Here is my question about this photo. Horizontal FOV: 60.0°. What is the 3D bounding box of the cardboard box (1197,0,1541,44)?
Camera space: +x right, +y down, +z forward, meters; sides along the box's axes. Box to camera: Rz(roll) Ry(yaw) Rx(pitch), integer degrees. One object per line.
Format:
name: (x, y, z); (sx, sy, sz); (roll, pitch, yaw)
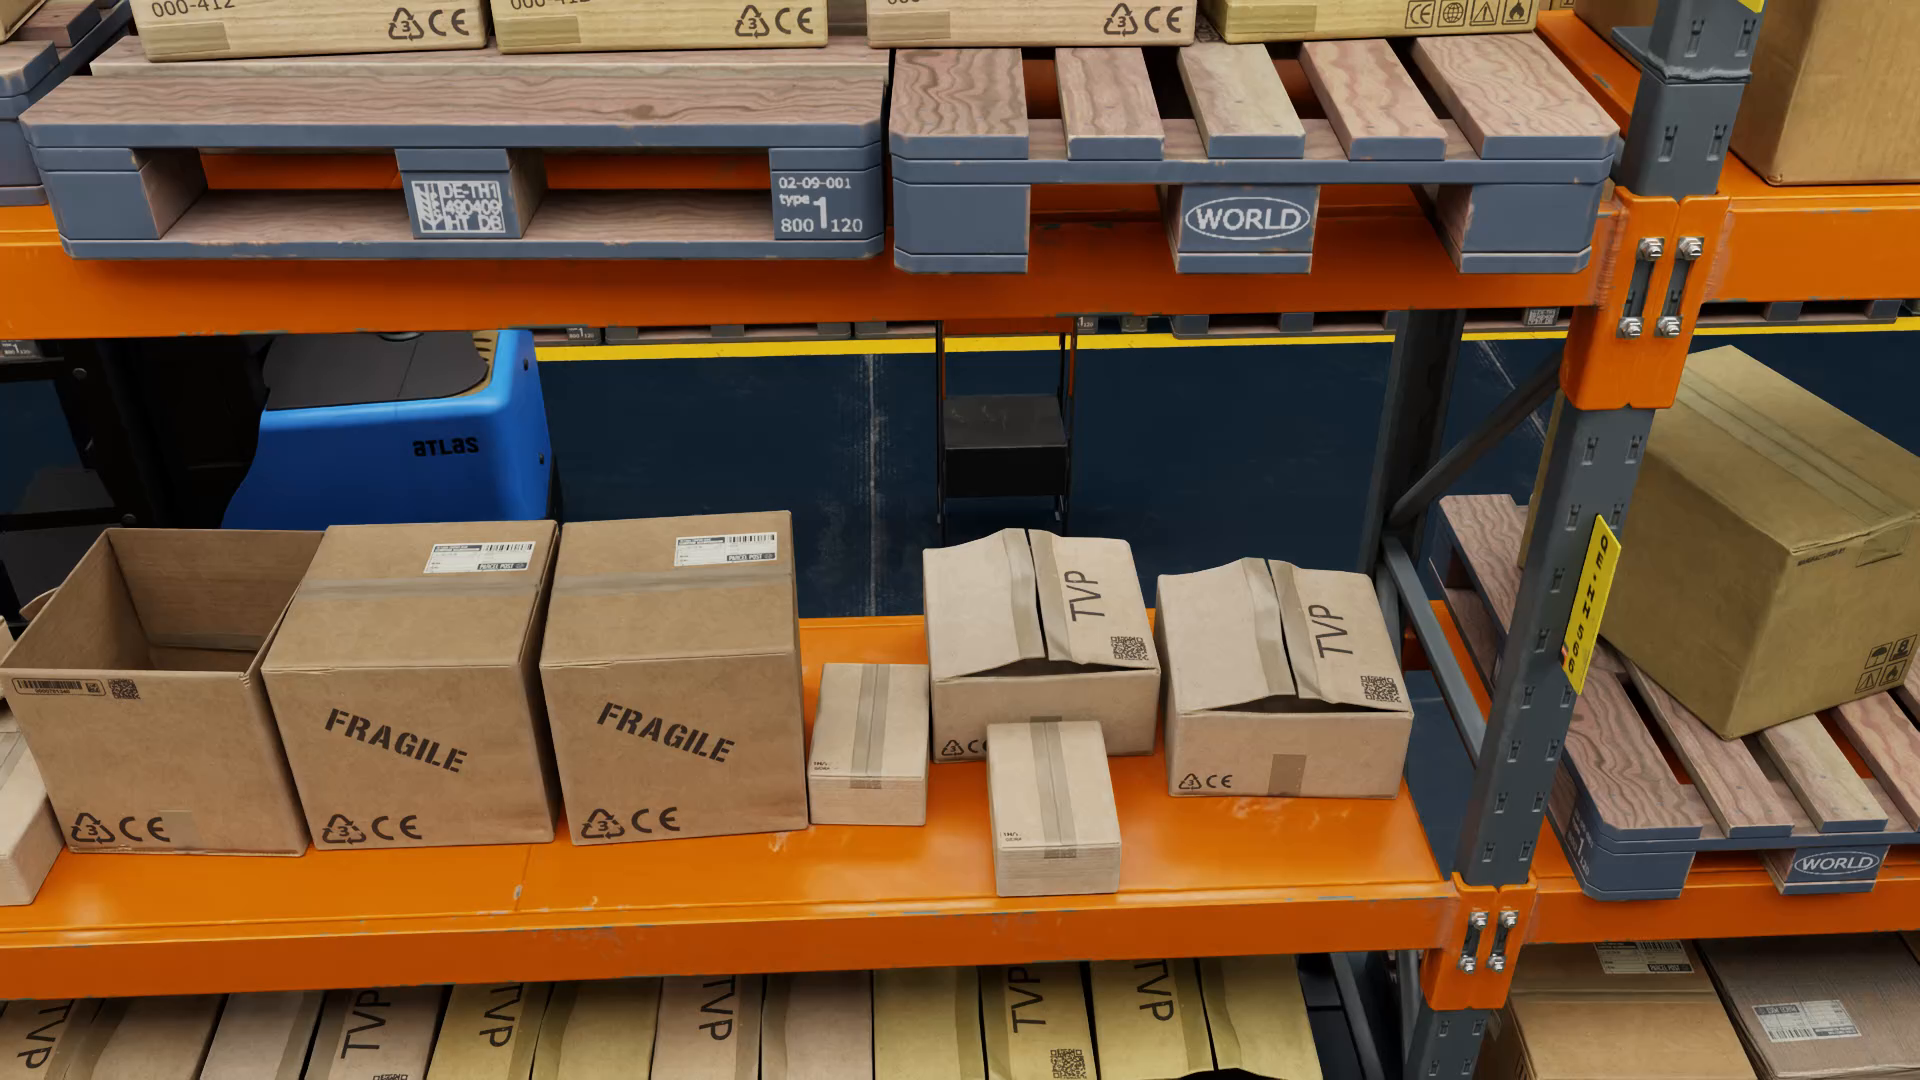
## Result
cardboard box: (0.627, -1.022, 2.718); (0.500, 0.250, 0.500); (-4, 35, -6)

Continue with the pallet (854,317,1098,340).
pallet: (0.058, -1.371, 8.545); (1.213, 0.211, 1.003); (-2, 35, -2)

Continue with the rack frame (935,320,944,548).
rack frame: (-0.078, -0.861, 6.149); (0.015, 2.100, 0.400); (-2, 35, -2)

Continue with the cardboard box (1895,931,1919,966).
cardboard box: (2.569, 1.247, 4.122); (0.500, 0.500, 0.500); (-2, 35, -3)

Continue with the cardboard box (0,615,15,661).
cardboard box: (-2.429, 0.409, 3.654); (0.500, 0.250, 0.500); (1, 35, 1)

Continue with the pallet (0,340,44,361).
pallet: (-5.047, -1.211, 8.314); (1.213, 0.211, 1.003); (-2, 35, -2)

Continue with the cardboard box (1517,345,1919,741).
cardboard box: (1.701, -0.017, 3.682); (0.500, 0.500, 0.700); (-13, 37, -18)

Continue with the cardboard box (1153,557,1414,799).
cardboard box: (0.712, 0.300, 3.759); (0.500, 0.311, 0.500); (1, 35, 1)

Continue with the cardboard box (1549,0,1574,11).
cardboard box: (2.875, -2.617, 7.529); (0.500, 0.500, 0.500); (-1, 35, -1)

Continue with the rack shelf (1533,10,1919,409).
rack shelf: (3.075, -0.713, 3.141); (4.000, 0.370, 1.077); (-2, 35, -2)

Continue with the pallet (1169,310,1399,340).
pallet: (1.630, -1.369, 8.543); (1.213, 0.211, 1.003); (-2, 35, -2)

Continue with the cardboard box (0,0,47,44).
cardboard box: (-1.754, -0.986, 2.666); (0.500, 0.250, 0.500); (-5, 35, -7)

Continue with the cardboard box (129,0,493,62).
cardboard box: (-1.006, -0.975, 2.650); (0.500, 0.250, 0.500); (-4, 35, -6)

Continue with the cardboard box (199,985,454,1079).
cardboard box: (-1.477, 1.218, 3.908); (0.500, 0.311, 0.500); (-3, 35, -4)

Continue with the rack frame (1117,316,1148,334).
rack frame: (0.839, -2.538, 7.781); (0.127, 3.000, 1.000); (-2, 35, -2)

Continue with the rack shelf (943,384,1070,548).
rack shelf: (0.165, -0.281, 6.565); (0.480, 0.518, 0.431); (-2, 35, -2)

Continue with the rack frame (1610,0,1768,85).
rack frame: (1.077, -2.189, 2.005); (0.127, 3.000, 1.000); (-2, 35, -2)

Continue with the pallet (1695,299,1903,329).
pallet: (4.067, -1.435, 8.638); (1.213, 0.211, 1.003); (-2, 35, -2)

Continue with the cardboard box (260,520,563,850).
cardboard box: (-1.124, 0.306, 3.585); (0.500, 0.500, 0.500); (-1, 35, -2)

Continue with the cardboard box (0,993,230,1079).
cardboard box: (-1.993, 1.233, 3.887); (0.500, 0.311, 0.500); (-2, 35, -3)

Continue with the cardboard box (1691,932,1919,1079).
cardboard box: (2.068, 1.258, 4.107); (0.500, 0.500, 0.500); (-3, 35, -4)

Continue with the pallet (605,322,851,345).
pallet: (-1.157, -1.340, 8.500); (1.213, 0.211, 1.003); (-2, 35, -2)

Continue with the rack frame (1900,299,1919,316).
rack frame: (4.834, -2.645, 7.937); (0.127, 3.000, 1.000); (-2, 35, -2)

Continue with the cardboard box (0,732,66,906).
cardboard box: (-2.024, 0.581, 3.495); (0.250, 0.149, 0.380); (-2, 35, -2)

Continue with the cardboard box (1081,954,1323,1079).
cardboard box: (0.566, 1.159, 3.993); (0.500, 0.311, 0.500); (-1, 35, -1)

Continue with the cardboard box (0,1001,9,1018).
cardboard box: (-2.494, 1.244, 3.872); (0.500, 0.311, 0.500); (-1, 35, -2)

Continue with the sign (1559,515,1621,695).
sign: (1.107, 0.117, 2.927); (0.005, 0.325, 0.100); (-2, 35, -2)

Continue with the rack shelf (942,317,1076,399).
rack shelf: (0.165, -0.857, 6.167); (0.480, 0.518, 0.431); (-2, 35, -2)

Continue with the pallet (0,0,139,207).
pallet: (-2.038, -0.800, 2.802); (1.217, 0.209, 0.805); (-3, 35, -4)

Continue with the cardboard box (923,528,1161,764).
cardboard box: (0.175, 0.229, 3.862); (0.500, 0.311, 0.500); (-2, 35, -3)

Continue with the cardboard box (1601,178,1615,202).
cardboard box: (3.304, -1.817, 8.260); (0.750, 0.750, 0.750); (-1, 35, -1)

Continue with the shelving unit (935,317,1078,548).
shelving unit: (0.165, -0.868, 6.159); (0.503, 2.100, 0.431); (-2, 35, -2)

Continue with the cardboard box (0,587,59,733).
cardboard box: (-2.049, 0.313, 3.780); (0.258, 0.266, 0.396); (-2, 35, -3)

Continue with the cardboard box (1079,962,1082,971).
cardboard box: (0.540, 0.853, 4.437); (0.500, 0.311, 0.500); (0, 35, -1)

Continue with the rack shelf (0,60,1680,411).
rack shelf: (-0.921, -0.606, 2.986); (4.000, 0.370, 1.077); (-2, 35, -2)

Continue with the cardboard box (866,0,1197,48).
cardboard box: (0.104, -0.998, 2.683); (0.500, 0.250, 0.500); (-1, 35, -1)

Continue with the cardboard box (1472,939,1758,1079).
cardboard box: (1.545, 1.275, 4.082); (0.500, 0.500, 0.500); (0, 35, 0)

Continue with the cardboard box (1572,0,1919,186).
cardboard box: (1.511, -1.027, 2.875); (0.500, 0.500, 0.910); (-2, 35, -2)

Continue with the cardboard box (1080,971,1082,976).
cardboard box: (0.540, 1.083, 4.596); (0.500, 0.250, 0.500); (-2, 35, -2)

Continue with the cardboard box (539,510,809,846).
cardboard box: (-0.598, 0.291, 3.605); (0.500, 0.500, 0.500); (-3, 35, -5)

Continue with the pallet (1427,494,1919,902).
pallet: (1.751, 0.299, 3.851); (1.003, 0.211, 1.213); (-2, 35, -2)

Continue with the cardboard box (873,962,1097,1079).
cardboard box: (0.047, 1.177, 3.968); (0.500, 0.311, 0.500); (-2, 35, -3)

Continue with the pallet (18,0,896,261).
pallet: (-0.713, -0.777, 2.767); (1.213, 0.211, 1.003); (0, 35, 0)

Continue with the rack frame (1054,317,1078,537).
rack frame: (0.409, -0.874, 6.168); (0.015, 2.100, 0.400); (-2, 35, -2)

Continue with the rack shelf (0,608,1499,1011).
rack shelf: (-0.921, 0.628, 3.839); (4.000, 0.370, 1.077); (-2, 35, -2)

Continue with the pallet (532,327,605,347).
pallet: (-2.379, -1.305, 8.450); (1.213, 0.211, 1.003); (-2, 35, -2)

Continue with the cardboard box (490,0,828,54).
cardboard box: (-0.468, -0.989, 2.670); (0.500, 0.250, 0.500); (-2, 35, -3)

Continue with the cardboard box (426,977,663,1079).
cardboard box: (-0.958, 1.201, 3.932); (0.500, 0.311, 0.500); (-1, 35, -1)

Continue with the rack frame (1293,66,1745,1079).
rack frame: (1.077, 0.278, 3.712); (0.127, 3.000, 1.000); (-2, 35, -2)

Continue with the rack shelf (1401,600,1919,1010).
rack shelf: (3.075, 0.520, 3.995); (4.000, 0.370, 1.077); (-2, 35, -2)

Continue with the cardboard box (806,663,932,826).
cardboard box: (-0.194, 0.448, 3.688); (0.250, 0.149, 0.380); (1, 35, 1)

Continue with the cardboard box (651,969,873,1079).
cardboard box: (-0.458, 1.189, 3.950); (0.500, 0.311, 0.500); (-2, 35, -3)

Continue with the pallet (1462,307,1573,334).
pallet: (2.846, -1.401, 8.588); (1.213, 0.211, 1.003); (-2, 35, -2)

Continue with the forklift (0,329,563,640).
forklift: (-3.072, -0.942, 5.536); (3.031, 2.935, 1.130); (-5, 35, -7)

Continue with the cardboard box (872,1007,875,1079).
cardboard box: (-0.454, 1.417, 4.114); (0.500, 0.250, 0.500); (-1, 35, -1)

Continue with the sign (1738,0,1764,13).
sign: (1.095, -0.885, 2.233); (0.005, 0.325, 0.100); (-2, 35, -2)
